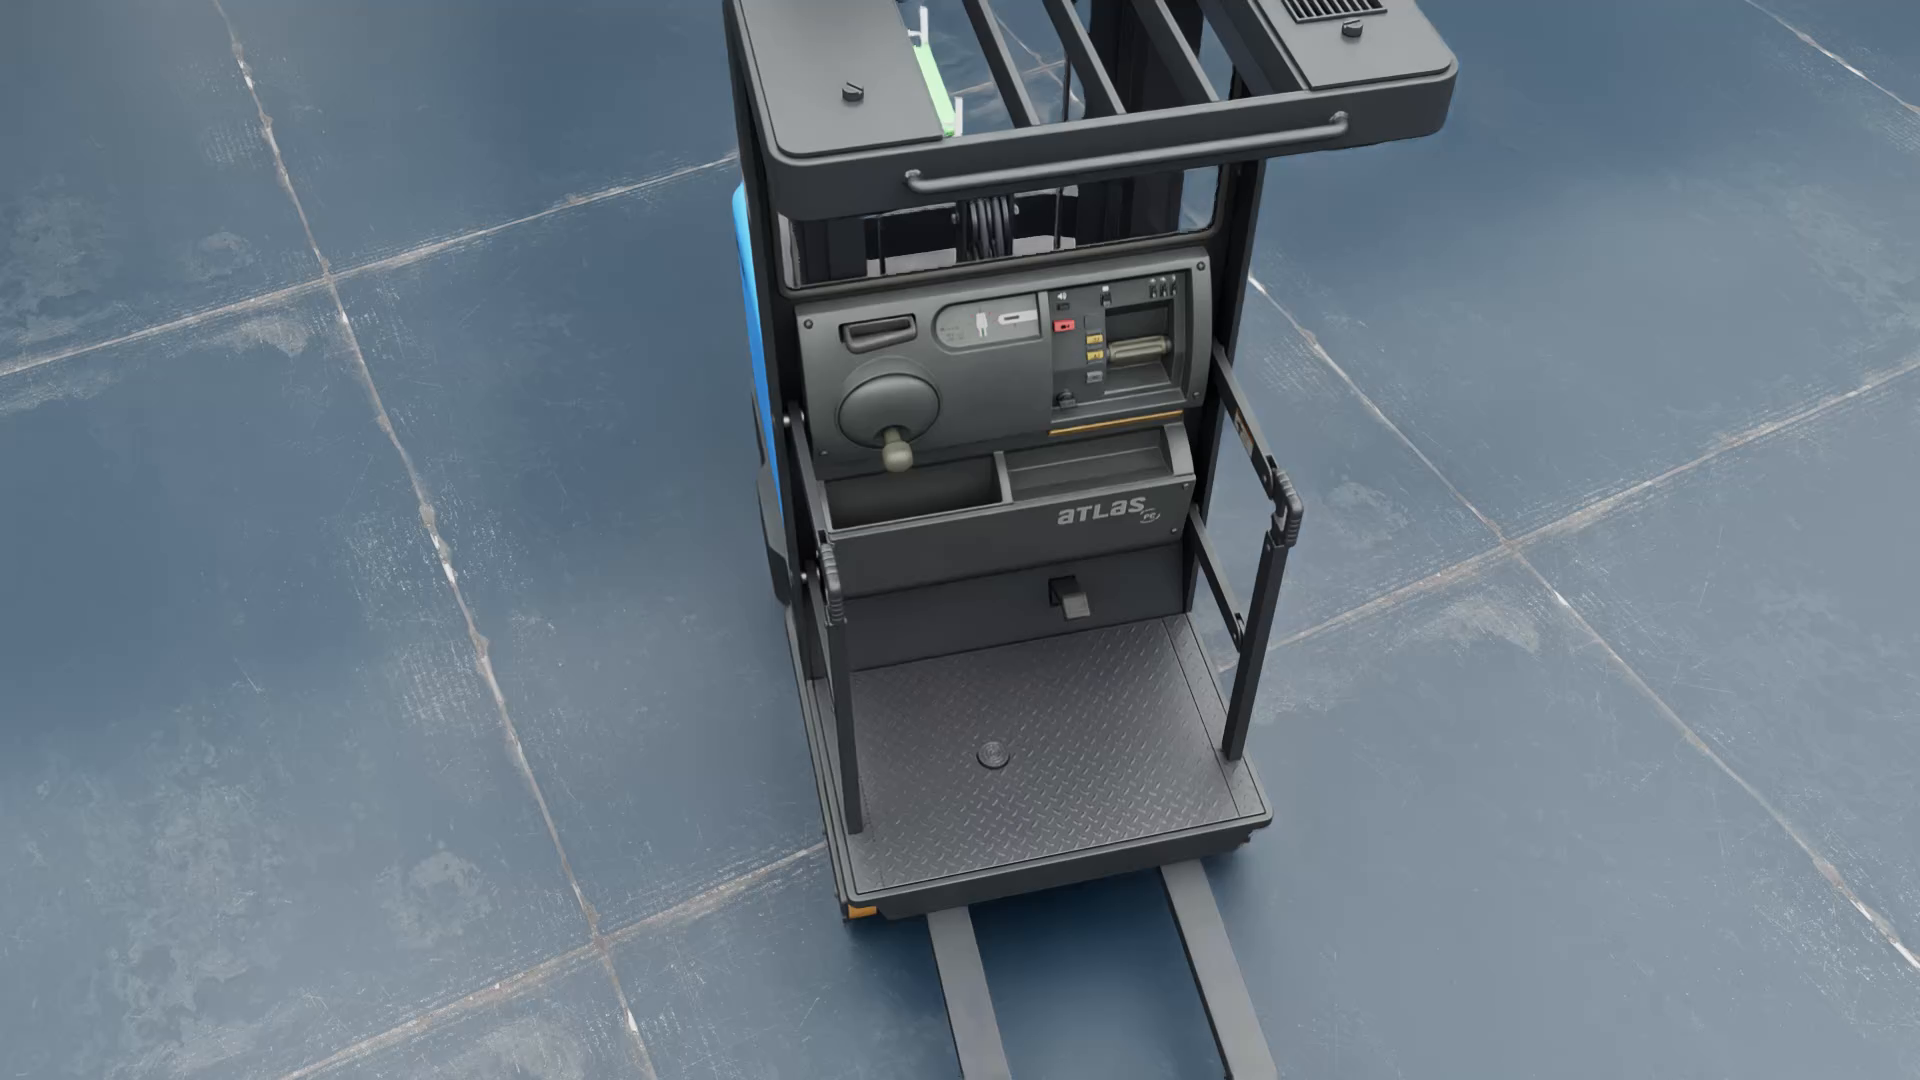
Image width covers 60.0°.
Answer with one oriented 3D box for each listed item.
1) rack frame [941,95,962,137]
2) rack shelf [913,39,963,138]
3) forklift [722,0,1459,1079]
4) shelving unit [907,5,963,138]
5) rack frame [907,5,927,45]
[{"bbox_3d":[-0.113,-0.858,5.203,0.240,1.200,0.015,-10,50,-8],"label":"rack frame"},{"bbox_3d":[-0.167,-1.311,5.047,0.258,0.148,0.480,-10,50,-8],"label":"rack shelf"},{"bbox_3d":[0.159,-0.293,3.559,1.130,2.935,3.031,-10,50,-8],"label":"forklift"},{"bbox_3d":[-0.167,-1.037,5.360,0.258,1.200,0.503,-10,50,-8],"label":"shelving unit"},{"bbox_3d":[-0.220,-1.216,5.516,0.240,1.200,0.015,-10,50,-8],"label":"rack frame"}]
